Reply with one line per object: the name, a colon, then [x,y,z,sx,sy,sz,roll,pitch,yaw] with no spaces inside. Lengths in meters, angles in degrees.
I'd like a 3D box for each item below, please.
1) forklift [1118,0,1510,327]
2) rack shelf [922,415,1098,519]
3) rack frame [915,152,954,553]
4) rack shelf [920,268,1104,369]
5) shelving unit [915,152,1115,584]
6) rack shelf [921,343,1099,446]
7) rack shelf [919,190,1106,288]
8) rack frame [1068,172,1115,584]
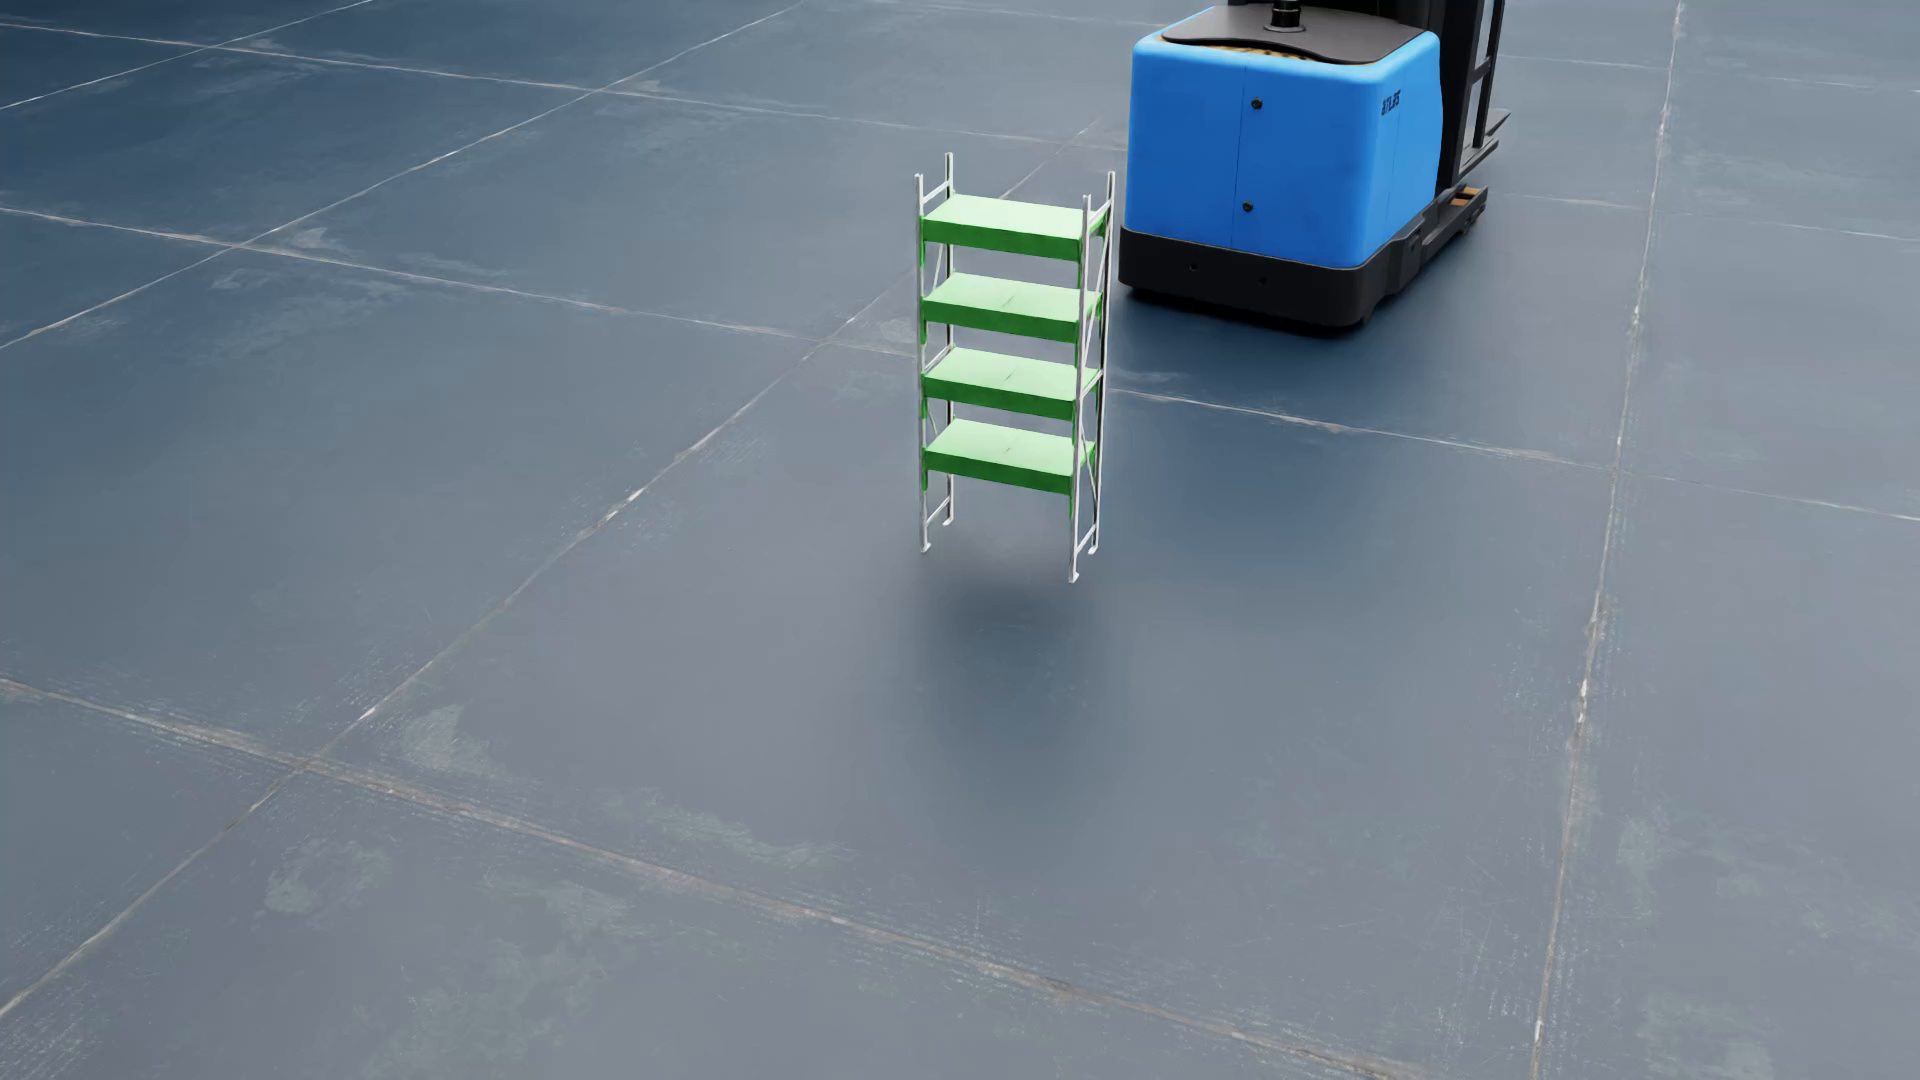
forklift: [1.857,-2.811,7.245,1.130,2.935,3.031,16,33,26]
rack shelf: [0.153,-0.227,5.050,0.480,0.148,0.258,11,31,19]
rack frame: [-0.073,-0.537,4.980,0.015,1.200,0.240,11,31,19]
rack shelf: [0.153,-0.645,4.814,0.480,0.148,0.258,11,31,19]
shelving unit: [0.153,-0.492,4.901,0.503,1.200,0.258,11,31,19]
rack shelf: [0.153,-0.436,4.932,0.480,0.148,0.258,11,31,19]
rack shelf: [0.153,-0.854,4.696,0.480,0.148,0.258,11,31,19]
rack frame: [0.379,-0.447,4.821,0.015,1.200,0.240,11,31,19]
